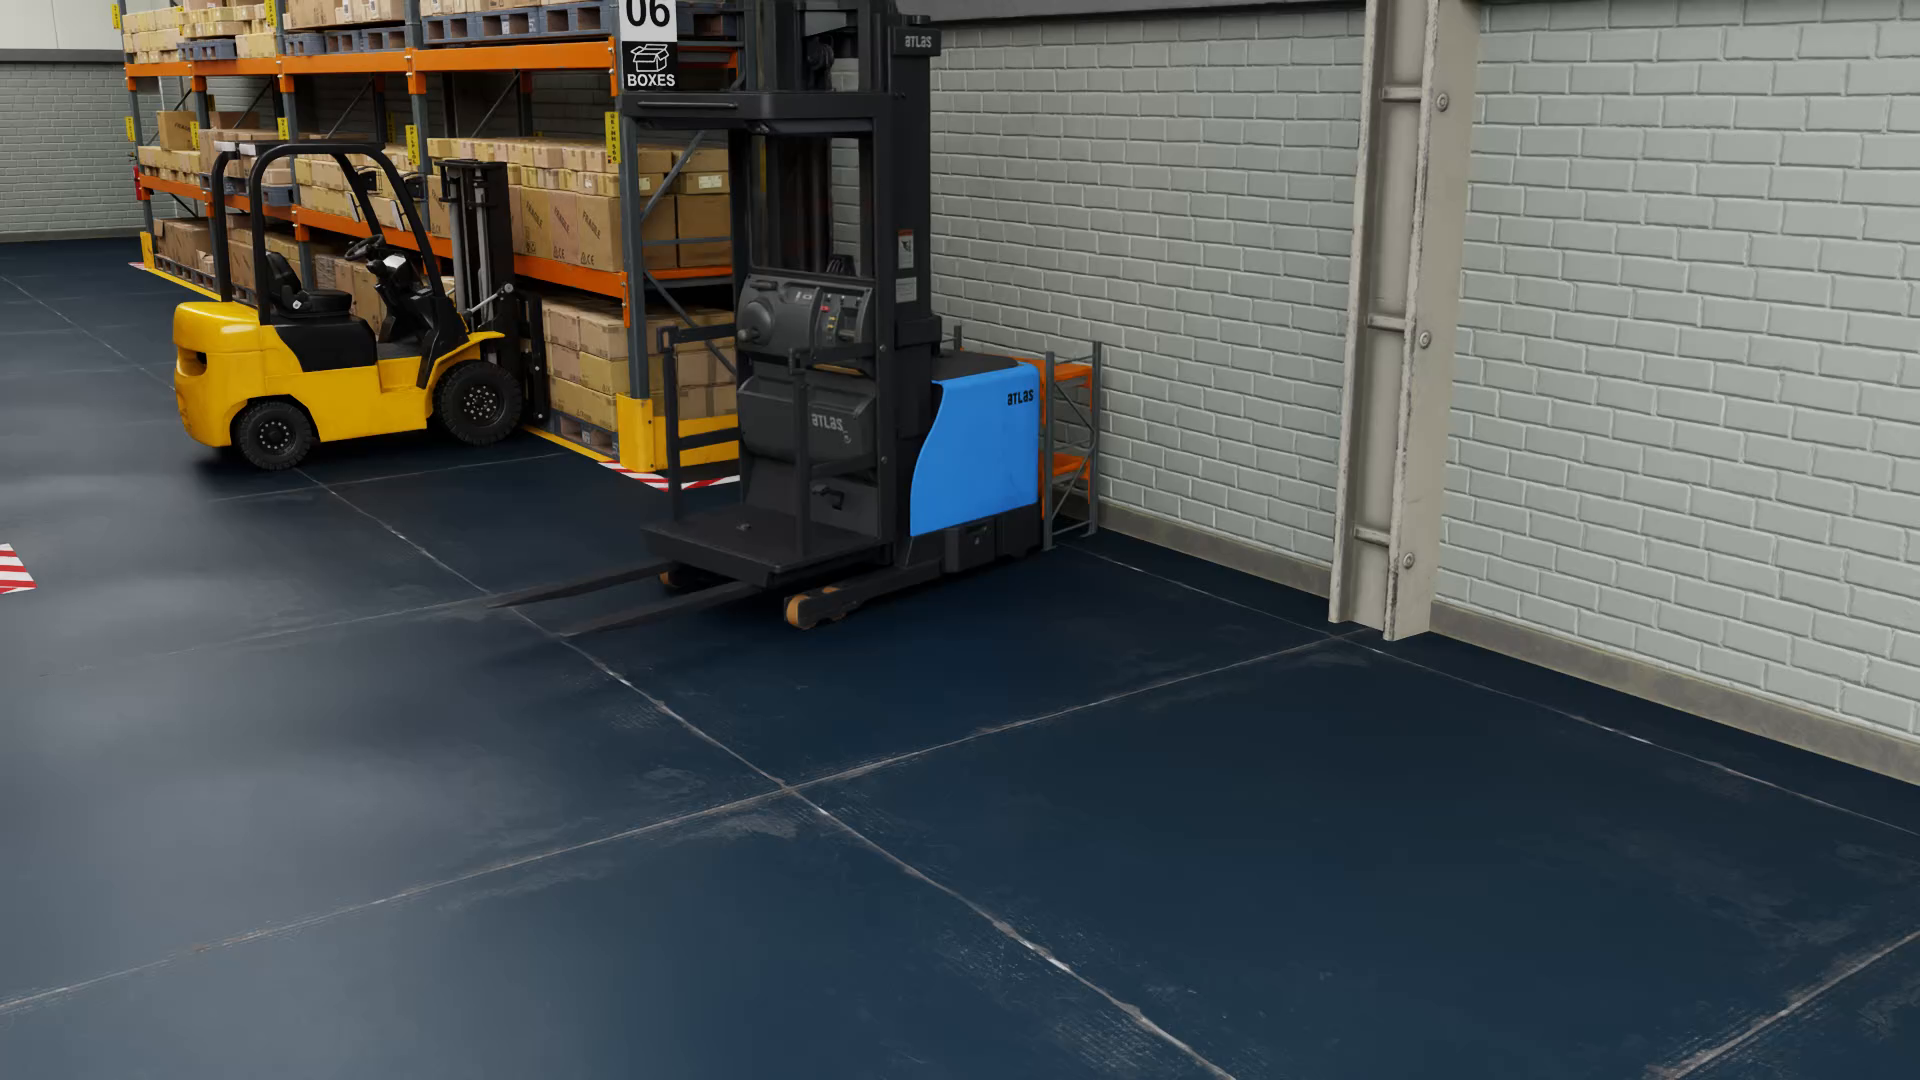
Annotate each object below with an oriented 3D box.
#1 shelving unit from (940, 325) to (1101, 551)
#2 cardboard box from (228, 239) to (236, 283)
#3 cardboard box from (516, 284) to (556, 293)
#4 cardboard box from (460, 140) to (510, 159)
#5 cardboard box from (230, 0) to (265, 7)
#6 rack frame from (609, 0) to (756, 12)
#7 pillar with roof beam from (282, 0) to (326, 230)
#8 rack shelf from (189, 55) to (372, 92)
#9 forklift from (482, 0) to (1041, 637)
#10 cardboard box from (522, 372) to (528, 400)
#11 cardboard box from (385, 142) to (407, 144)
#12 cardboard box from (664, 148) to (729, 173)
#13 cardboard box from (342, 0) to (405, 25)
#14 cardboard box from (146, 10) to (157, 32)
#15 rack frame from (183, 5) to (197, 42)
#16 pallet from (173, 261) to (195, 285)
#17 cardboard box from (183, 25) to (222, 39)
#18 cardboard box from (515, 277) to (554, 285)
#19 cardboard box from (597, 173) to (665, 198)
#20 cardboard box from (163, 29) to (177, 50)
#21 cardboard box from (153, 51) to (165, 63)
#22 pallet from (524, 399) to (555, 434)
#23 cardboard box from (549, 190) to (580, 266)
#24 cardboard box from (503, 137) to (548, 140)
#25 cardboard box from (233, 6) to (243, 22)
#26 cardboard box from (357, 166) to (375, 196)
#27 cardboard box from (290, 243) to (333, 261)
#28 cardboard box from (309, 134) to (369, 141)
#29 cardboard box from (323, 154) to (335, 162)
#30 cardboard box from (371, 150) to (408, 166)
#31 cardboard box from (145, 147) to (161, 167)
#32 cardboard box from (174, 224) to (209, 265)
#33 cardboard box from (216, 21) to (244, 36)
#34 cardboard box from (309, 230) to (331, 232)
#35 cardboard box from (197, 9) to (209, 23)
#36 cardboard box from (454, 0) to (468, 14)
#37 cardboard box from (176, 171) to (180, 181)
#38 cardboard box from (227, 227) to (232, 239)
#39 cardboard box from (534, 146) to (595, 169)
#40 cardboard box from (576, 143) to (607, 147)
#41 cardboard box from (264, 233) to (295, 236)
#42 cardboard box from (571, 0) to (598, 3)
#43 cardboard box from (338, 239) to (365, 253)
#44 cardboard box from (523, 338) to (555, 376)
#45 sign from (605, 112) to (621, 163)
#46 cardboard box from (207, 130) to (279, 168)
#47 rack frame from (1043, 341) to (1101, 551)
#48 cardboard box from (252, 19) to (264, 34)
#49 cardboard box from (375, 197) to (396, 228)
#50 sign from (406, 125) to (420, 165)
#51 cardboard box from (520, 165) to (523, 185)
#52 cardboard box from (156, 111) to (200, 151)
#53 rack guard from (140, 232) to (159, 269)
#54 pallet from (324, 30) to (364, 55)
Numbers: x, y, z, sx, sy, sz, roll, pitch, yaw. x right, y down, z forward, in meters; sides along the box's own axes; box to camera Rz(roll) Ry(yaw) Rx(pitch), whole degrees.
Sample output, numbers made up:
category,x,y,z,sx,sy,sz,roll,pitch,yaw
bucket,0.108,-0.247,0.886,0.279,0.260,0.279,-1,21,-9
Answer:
category,x,y,z,sx,sy,sz,roll,pitch,yaw
shelving unit,0.238,-0.620,9.712,1.048,1.125,0.538,12,19,37
cardboard box,-8.762,-3.449,20.436,0.500,0.500,0.500,-10,18,-32
cardboard box,-3.535,-1.874,13.258,0.500,0.250,0.500,-10,18,-33
cardboard box,-3.760,-3.107,13.264,0.380,0.149,0.250,-10,18,-33
cardboard box,-8.446,-6.404,19.753,0.396,0.266,0.258,-11,19,-35
rack frame,-1.808,-4.922,10.512,1.000,3.000,0.127,-11,19,-35
pillar with roof beam,-12.027,-7.104,18.487,9.100,9.000,0.400,-11,19,-35
rack shelf,-7.688,-5.263,18.805,1.077,0.370,4.000,-11,19,-35
forklift,-0.925,-1.134,8.168,1.130,2.935,3.031,14,21,41
cardboard box,-3.235,-1.279,12.980,0.500,0.250,0.500,-10,18,-33
cardboard box,-5.913,-4.021,17.167,0.380,0.149,0.250,-10,18,-33
cardboard box,-1.833,-2.638,11.549,0.380,0.149,0.250,-11,19,-36
cardboard box,-5.234,-4.817,14.997,0.500,0.311,0.500,-12,19,-36
cardboard box,-10.260,-6.746,21.633,0.500,0.250,0.500,-10,18,-33
rack frame,-8.864,-7.484,19.874,1.000,3.000,0.127,-11,19,-35
pallet,-9.988,-3.653,22.523,1.003,0.211,1.213,-11,19,-35
cardboard box,-9.010,-6.041,19.776,0.380,0.149,0.250,-11,19,-34
cardboard box,-3.404,-2.060,13.939,0.500,0.250,0.500,-11,19,-35
cardboard box,-2.239,-2.420,11.317,0.380,0.149,0.250,-11,19,-34
cardboard box,-9.664,-6.282,20.885,0.500,0.250,0.500,-12,19,-36
cardboard box,-10.243,-6.271,21.601,0.380,0.149,0.250,-10,18,-33
pallet,-3.005,-1.100,13.196,1.003,0.211,1.213,-11,19,-35
cardboard box,-2.608,-2.253,11.936,0.500,0.500,0.500,-10,18,-33
cardboard box,-3.614,-3.305,13.990,0.380,0.149,0.250,-11,19,-36
cardboard box,-7.716,-5.751,18.190,0.380,0.149,0.250,-11,19,-34
cardboard box,-5.260,-3.335,15.416,0.500,0.250,0.500,-10,18,-33
cardboard box,-7.007,-3.112,17.976,0.380,0.149,0.250,-12,19,-37
cardboard box,-6.688,-4.121,17.967,0.500,0.500,0.500,-10,18,-32
cardboard box,-6.069,-3.822,16.441,0.380,0.149,0.250,-11,19,-34
cardboard box,-5.174,-3.496,15.248,0.380,0.149,0.250,-11,19,-36
cardboard box,-10.870,-5.269,22.867,0.500,0.250,0.500,-11,19,-34
cardboard box,-10.232,-3.979,22.372,0.500,0.500,0.500,-10,18,-34
cardboard box,-8.085,-5.717,18.591,0.380,0.149,0.250,-10,18,-33
cardboard box,-7.619,-3.597,19.746,0.380,0.149,0.250,-11,19,-34
cardboard box,-8.541,-6.021,19.138,0.380,0.149,0.250,-11,19,-35
cardboard box,-3.690,-4.152,12.871,0.380,0.149,0.250,-10,18,-33
cardboard box,-10.149,-4.830,22.019,0.380,0.149,0.250,-11,19,-35
cardboard box,-8.868,-3.782,20.424,0.380,0.149,0.250,-10,18,-32
cardboard box,-2.864,-2.779,12.066,0.380,0.149,0.250,-10,18,-33
cardboard box,-2.719,-2.972,12.772,0.380,0.149,0.250,-11,19,-34
cardboard box,-7.868,-3.460,19.247,0.380,0.149,0.250,-11,19,-34
cardboard box,-2.266,-3.831,11.033,0.500,0.500,0.500,-10,18,-33
cardboard box,-6.701,-3.267,18.540,0.380,0.149,0.250,-10,18,-33
cardboard box,-2.954,-1.417,12.536,0.500,0.250,0.500,-11,19,-36
sign,-2.255,-2.620,10.823,0.100,0.325,0.005,-11,19,-35
cardboard box,-8.456,-4.593,19.689,0.700,0.500,0.500,-11,19,-34
rack frame,0.635,-0.537,9.406,0.032,1.125,0.500,12,19,37
cardboard box,-7.367,-5.506,17.859,0.380,0.149,0.250,-11,19,-35
cardboard box,-4.968,-2.983,15.078,0.500,0.250,0.500,-11,19,-35
sign,-4.593,-3.316,13.967,0.100,0.325,0.005,-11,19,-35
cardboard box,-3.087,-2.757,12.549,0.380,0.149,0.250,-11,19,-35
cardboard box,-10.285,-5.418,21.992,0.500,0.500,0.500,-10,18,-33
rack guard,-11.171,-4.223,24.058,1.175,0.500,0.348,-11,19,-35
pallet,-5.381,-4.723,15.825,1.003,0.211,1.213,-10,18,-32
